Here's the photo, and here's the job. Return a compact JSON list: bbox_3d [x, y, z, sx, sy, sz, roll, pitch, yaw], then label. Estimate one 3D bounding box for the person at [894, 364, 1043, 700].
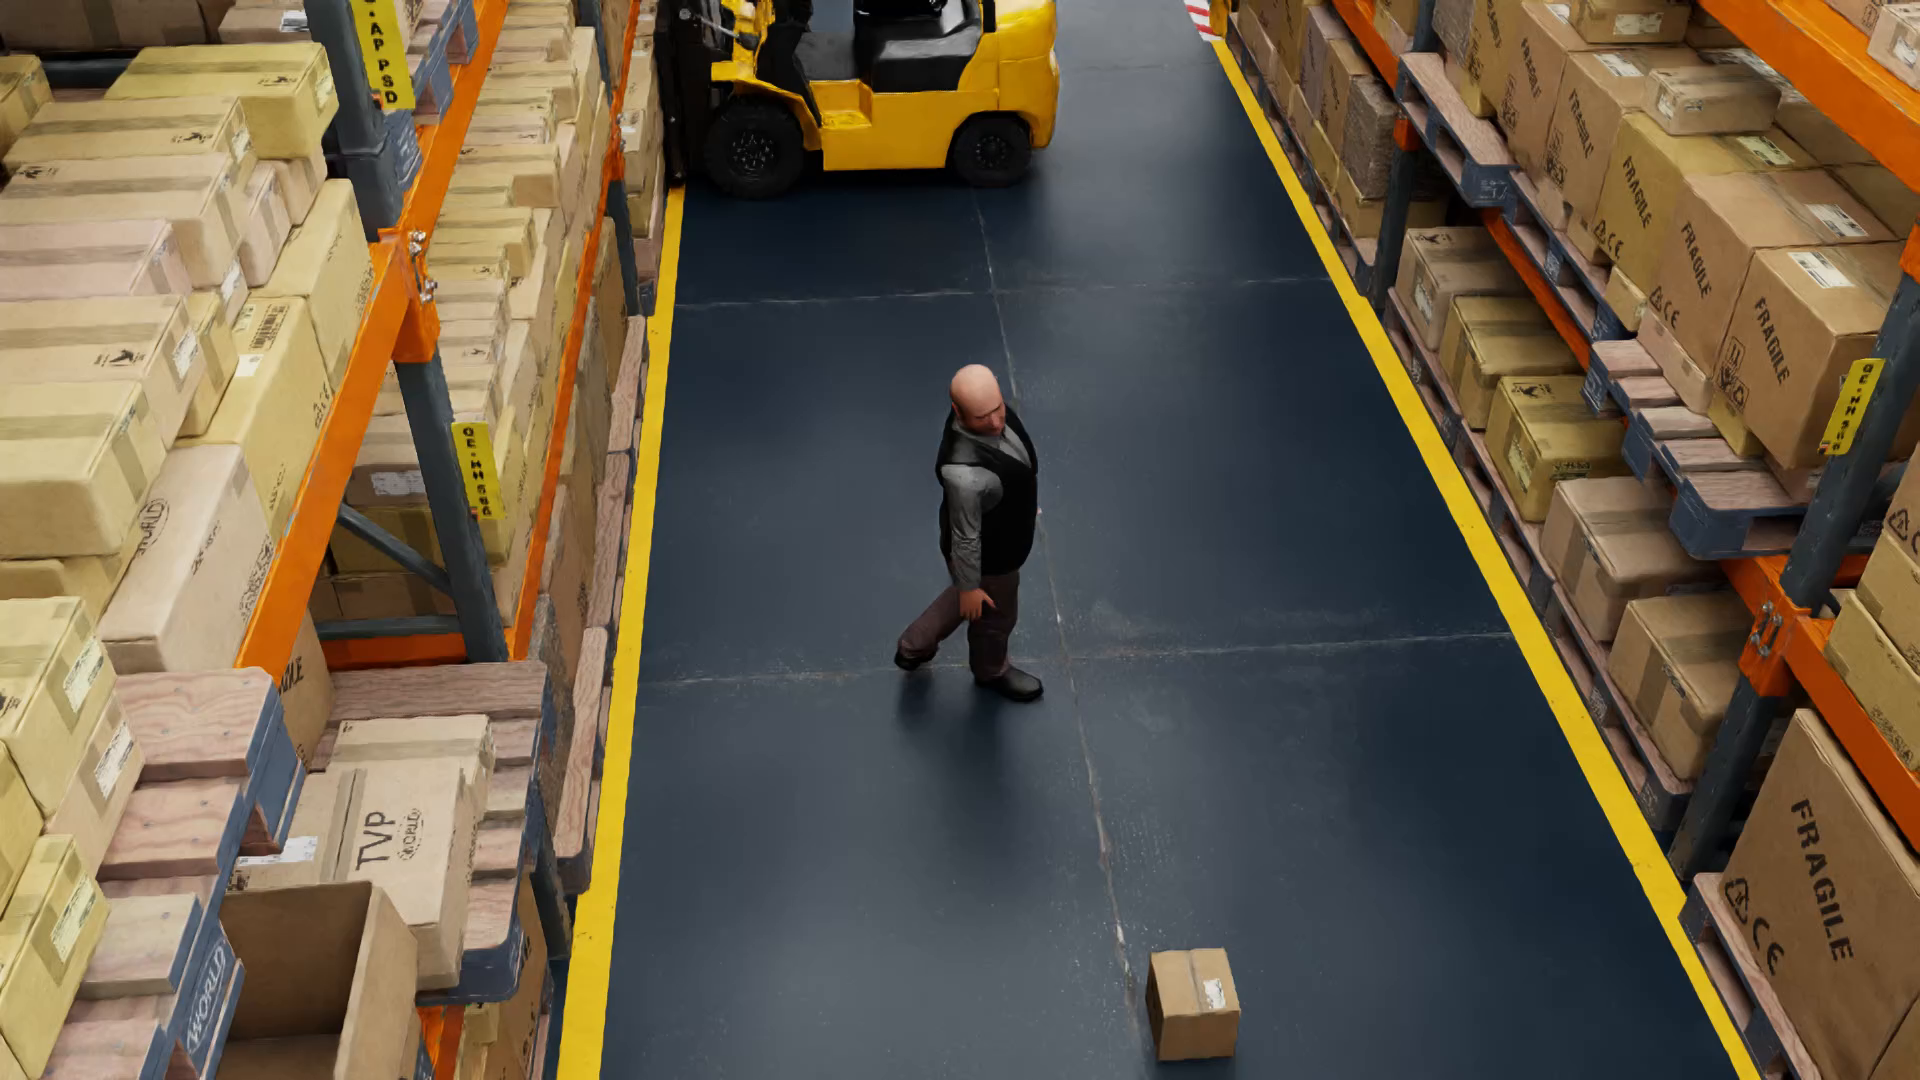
[{"bbox_3d":[0.036,0.009,6.190,0.604,1.689,0.607,0,39,-1],"label":"person"}]
